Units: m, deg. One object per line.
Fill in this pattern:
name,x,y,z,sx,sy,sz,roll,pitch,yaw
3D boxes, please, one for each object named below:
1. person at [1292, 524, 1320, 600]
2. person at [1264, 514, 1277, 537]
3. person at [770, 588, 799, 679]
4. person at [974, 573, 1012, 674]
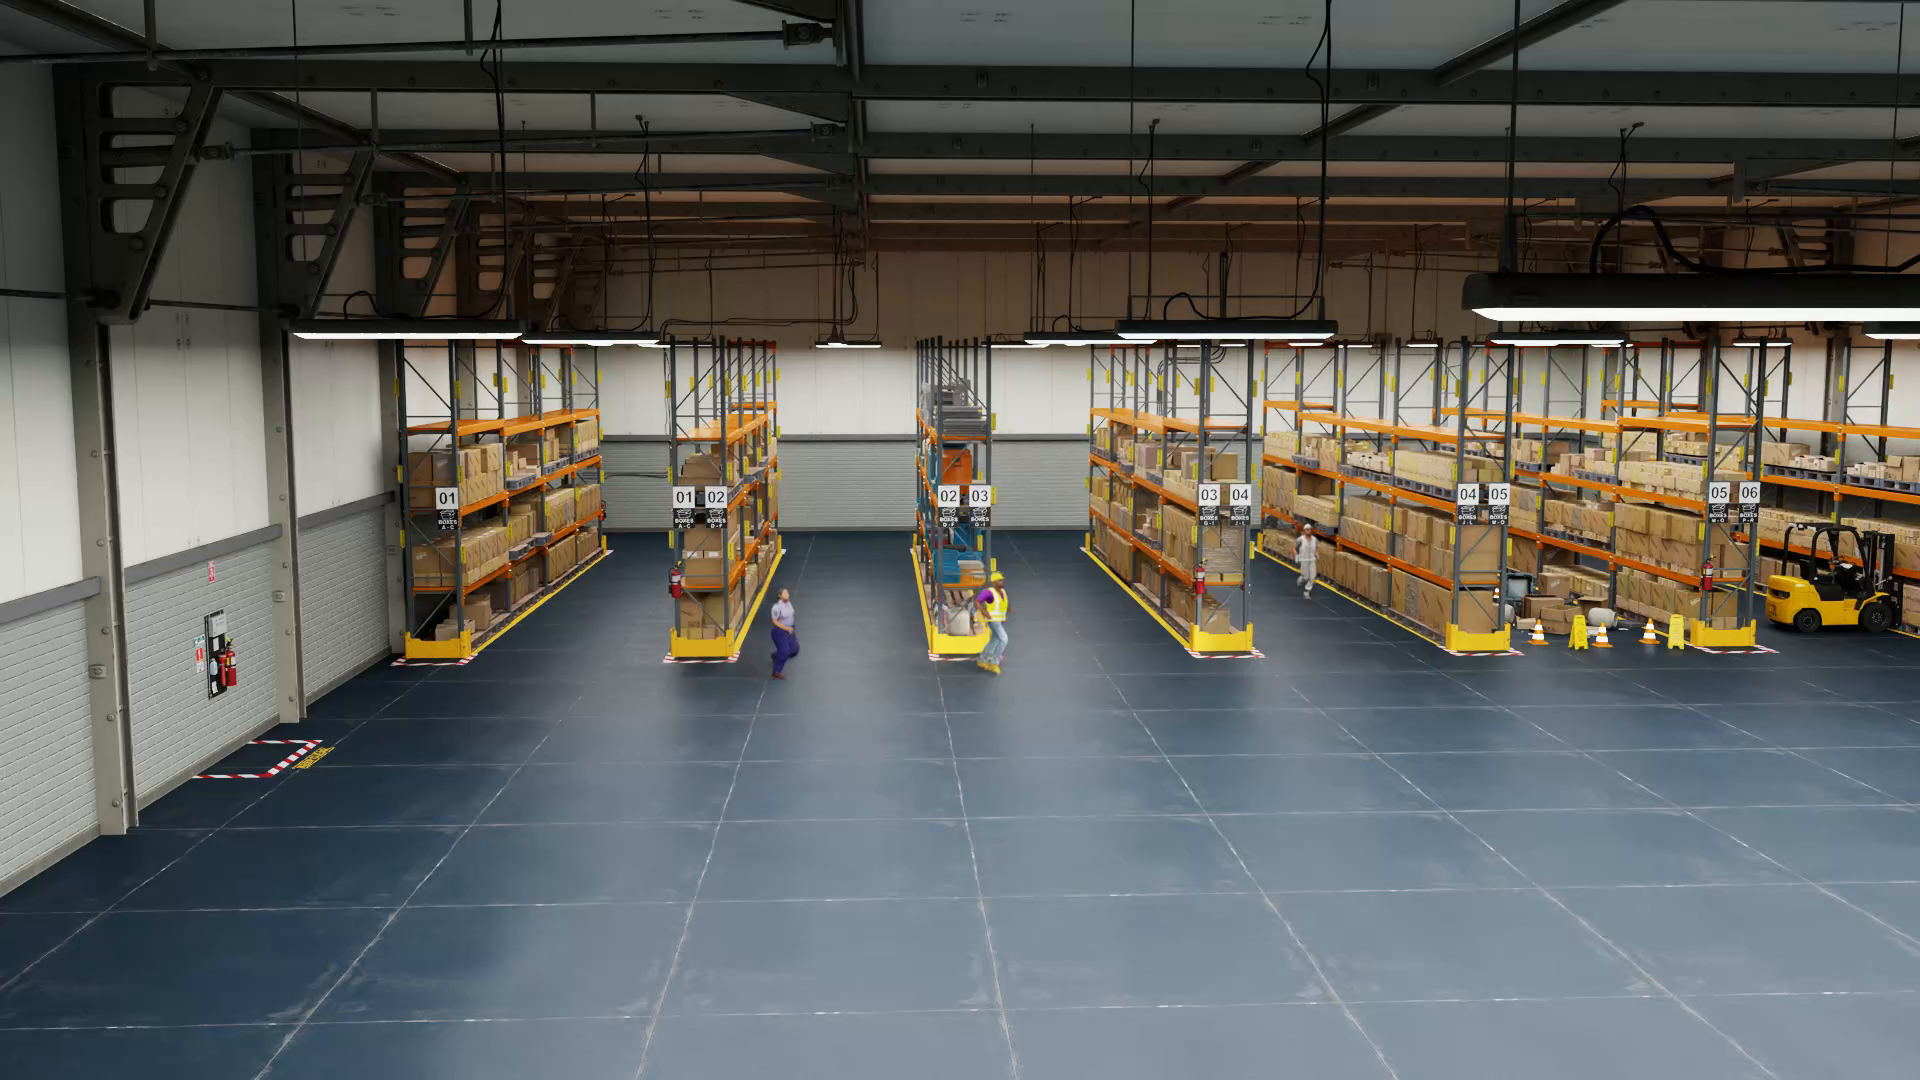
person,8.024,0.500,38.435,0.658,1.738,0.601,-1,7,-9
person,9.217,-0.654,49.125,0.707,1.669,0.574,-1,7,-5
person,-3.094,1.639,29.155,0.615,1.602,0.630,4,7,29
person,0.632,1.485,29.757,0.654,1.811,0.727,4,8,32
